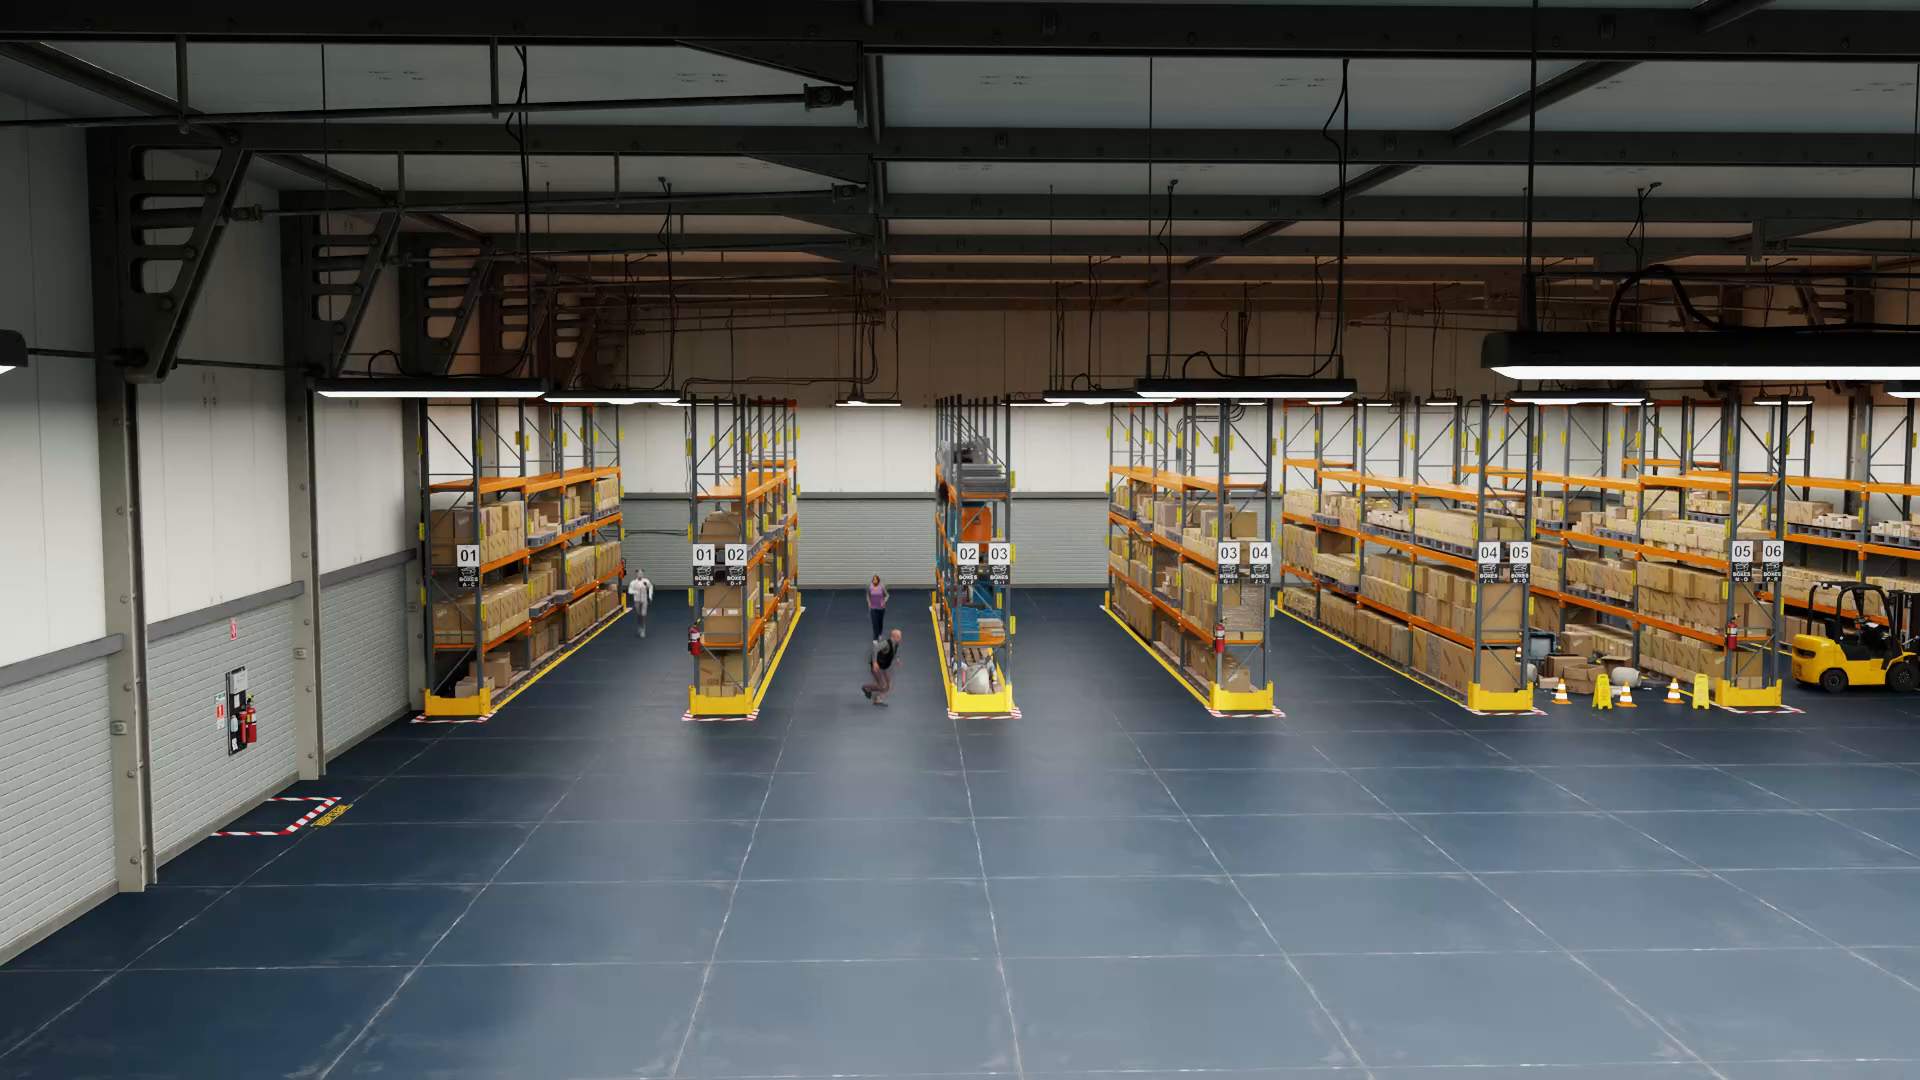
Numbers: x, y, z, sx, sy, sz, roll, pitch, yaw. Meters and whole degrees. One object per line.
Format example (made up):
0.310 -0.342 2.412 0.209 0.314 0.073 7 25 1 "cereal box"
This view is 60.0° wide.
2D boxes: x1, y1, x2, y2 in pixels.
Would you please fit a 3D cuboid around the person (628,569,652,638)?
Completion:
-8.051 1.576 41.894 0.564 1.740 0.846 0 5 -5 "person"

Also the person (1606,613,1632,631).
16.833 1.508 42.523 0.646 1.747 0.976 -1 5 -13 "person"

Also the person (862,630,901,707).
-1.513 2.461 31.917 0.909 1.525 0.672 3 5 32 "person"

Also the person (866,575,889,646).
-1.908 1.619 38.535 0.540 1.612 0.668 0 5 4 "person"
